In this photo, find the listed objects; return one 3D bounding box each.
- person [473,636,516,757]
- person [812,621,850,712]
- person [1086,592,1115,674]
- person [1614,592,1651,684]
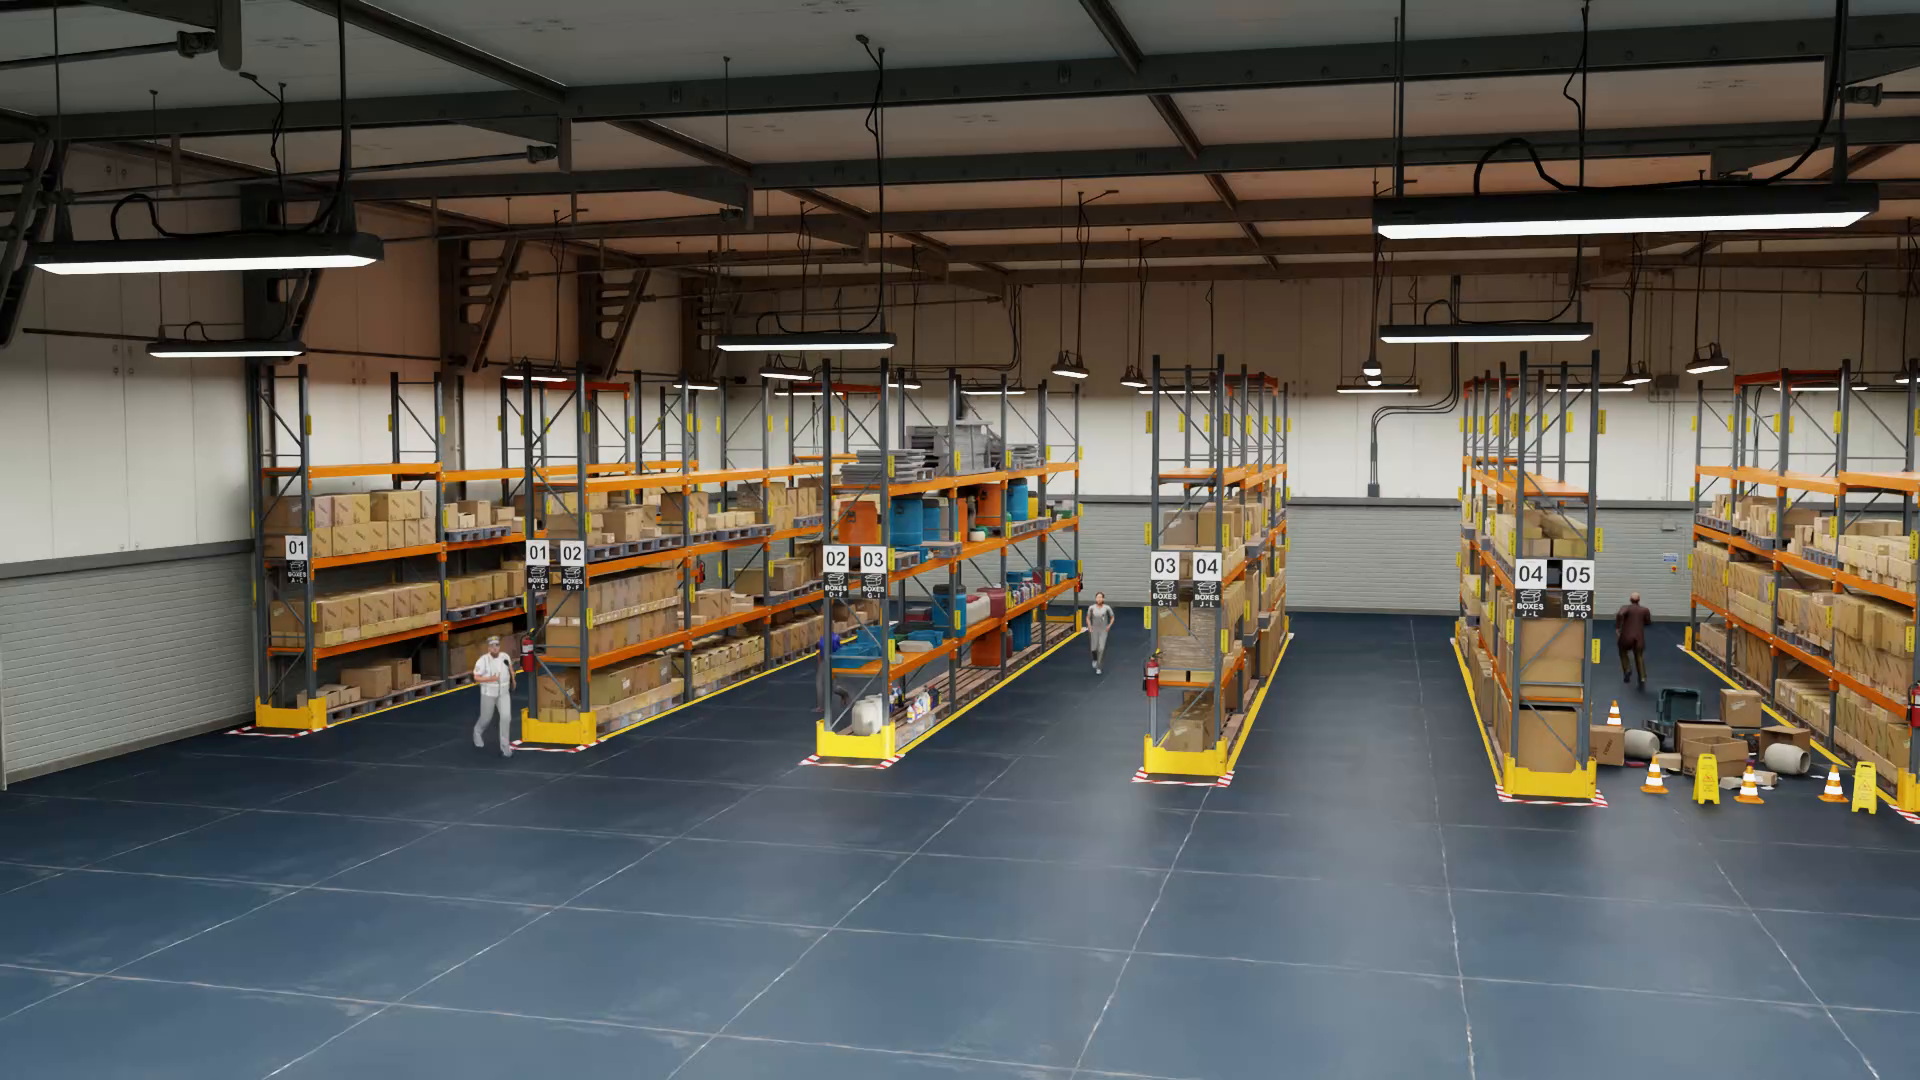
[{"bbox_3d":[-7.133,2.362,25.461,0.670,1.824,0.966,-3,5,-33],"label":"person"},{"bbox_3d":[-2.251,2.174,28.969,0.536,1.617,0.695,3,5,38],"label":"person"},{"bbox_3d":[2.850,1.867,33.725,0.581,1.643,0.563,1,4,8],"label":"person"},{"bbox_3d":[12.959,1.905,32.070,0.724,1.794,0.952,1,4,9],"label":"person"}]
